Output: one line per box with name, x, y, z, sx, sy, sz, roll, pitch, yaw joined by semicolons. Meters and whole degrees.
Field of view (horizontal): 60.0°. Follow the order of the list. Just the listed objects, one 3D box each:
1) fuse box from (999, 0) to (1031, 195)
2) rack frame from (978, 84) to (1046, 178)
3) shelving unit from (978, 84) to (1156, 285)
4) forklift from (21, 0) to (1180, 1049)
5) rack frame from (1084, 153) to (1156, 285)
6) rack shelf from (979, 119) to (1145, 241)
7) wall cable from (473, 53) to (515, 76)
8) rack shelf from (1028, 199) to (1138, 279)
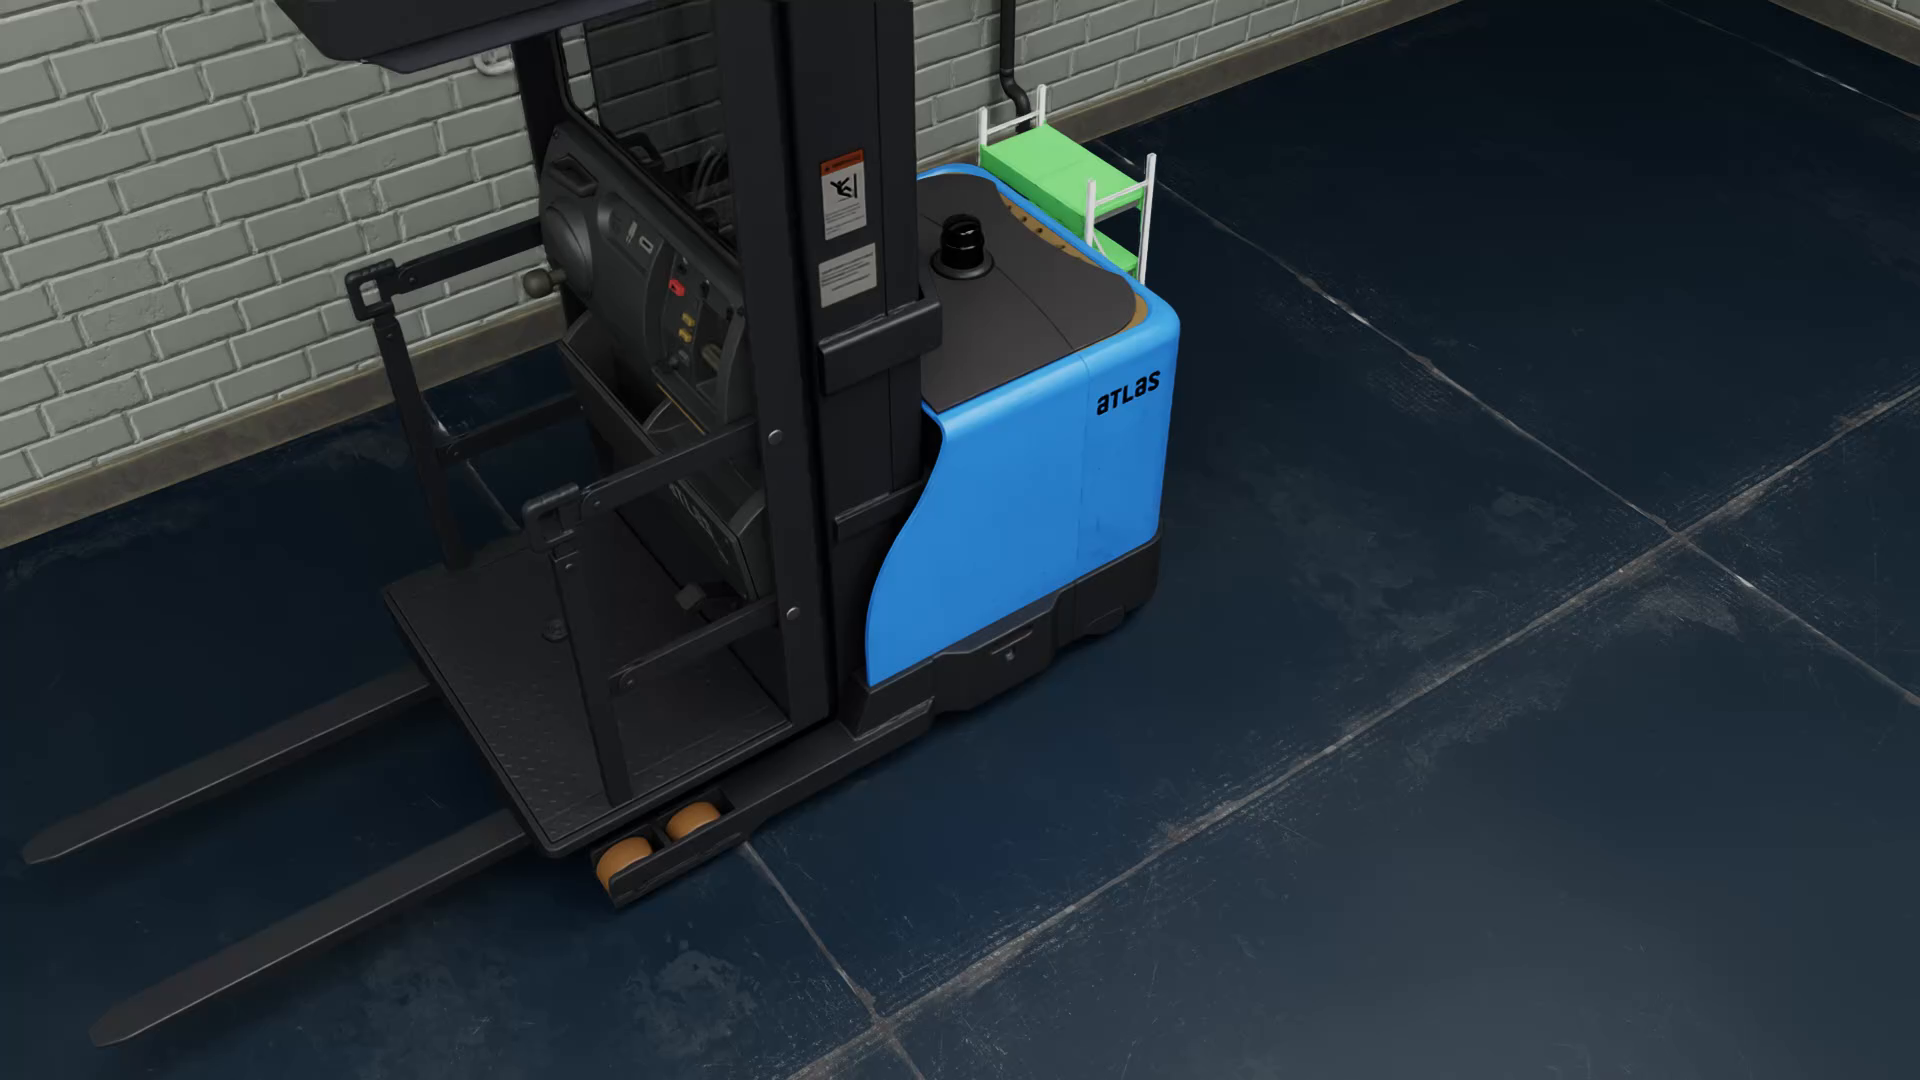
fuse box;0.285;-2.027;6.134;0.539;1.711;0.414;-26;49;-24
rack frame;0.154;-0.863;5.285;0.240;1.200;0.015;-27;50;-26
shelving unit;0.301;-0.728;5.144;0.258;1.200;0.503;-27;50;-26
forklift;-0.903;-0.552;3.705;3.031;2.935;1.130;-26;50;-25
rack frame;0.448;-0.594;5.003;0.240;1.200;0.015;-27;50;-26
rack shelf;0.301;-1.029;4.857;0.258;0.148;0.480;-27;50;-26
wall cable;-1.521;-2.124;4.545;0.585;1.953;0.123;-26;49;-24
rack shelf;0.301;-0.856;5.022;0.258;0.148;0.480;-27;50;-26
